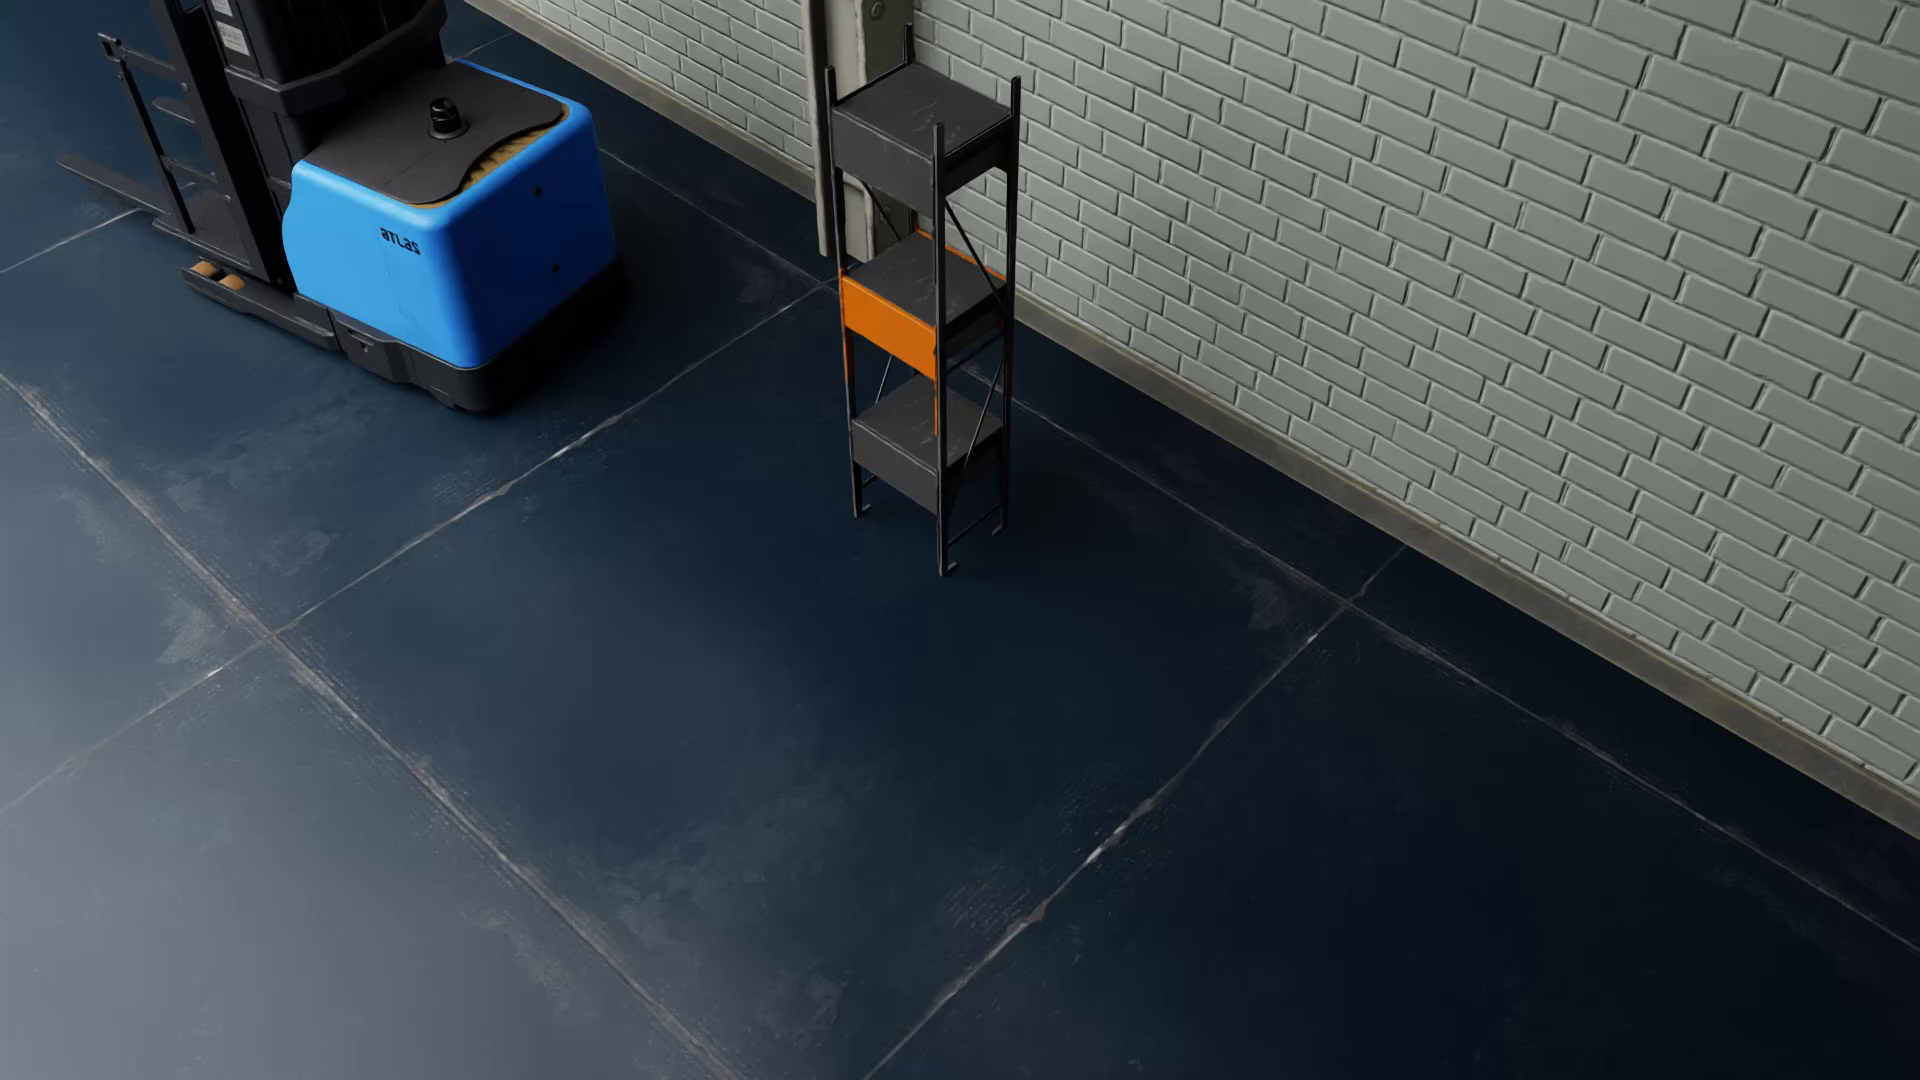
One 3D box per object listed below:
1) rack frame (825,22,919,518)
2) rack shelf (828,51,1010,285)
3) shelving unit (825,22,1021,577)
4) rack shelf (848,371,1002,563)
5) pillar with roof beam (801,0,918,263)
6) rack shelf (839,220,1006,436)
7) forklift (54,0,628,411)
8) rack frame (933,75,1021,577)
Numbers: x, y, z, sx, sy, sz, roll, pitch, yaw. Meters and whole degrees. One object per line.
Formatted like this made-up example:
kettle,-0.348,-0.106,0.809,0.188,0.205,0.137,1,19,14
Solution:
rack frame,-0.301,-0.921,6.283,0.015,2.100,0.400,34,55,28
rack shelf,-0.122,-1.270,5.670,0.480,0.518,0.431,34,55,28
shelving unit,-0.122,-0.801,6.170,0.503,2.100,0.431,34,55,28
rack shelf,-0.122,-0.312,6.690,0.480,0.518,0.431,34,55,28
pillar with roof beam,-3.365,-2.176,2.729,0.400,9.000,9.100,34,55,28
rack shelf,-0.122,-0.791,6.180,0.480,0.518,0.431,34,55,28
forklift,-3.089,-2.393,7.095,3.031,2.935,1.130,24,51,21
rack frame,0.058,-0.680,6.057,0.015,2.100,0.400,34,55,28
